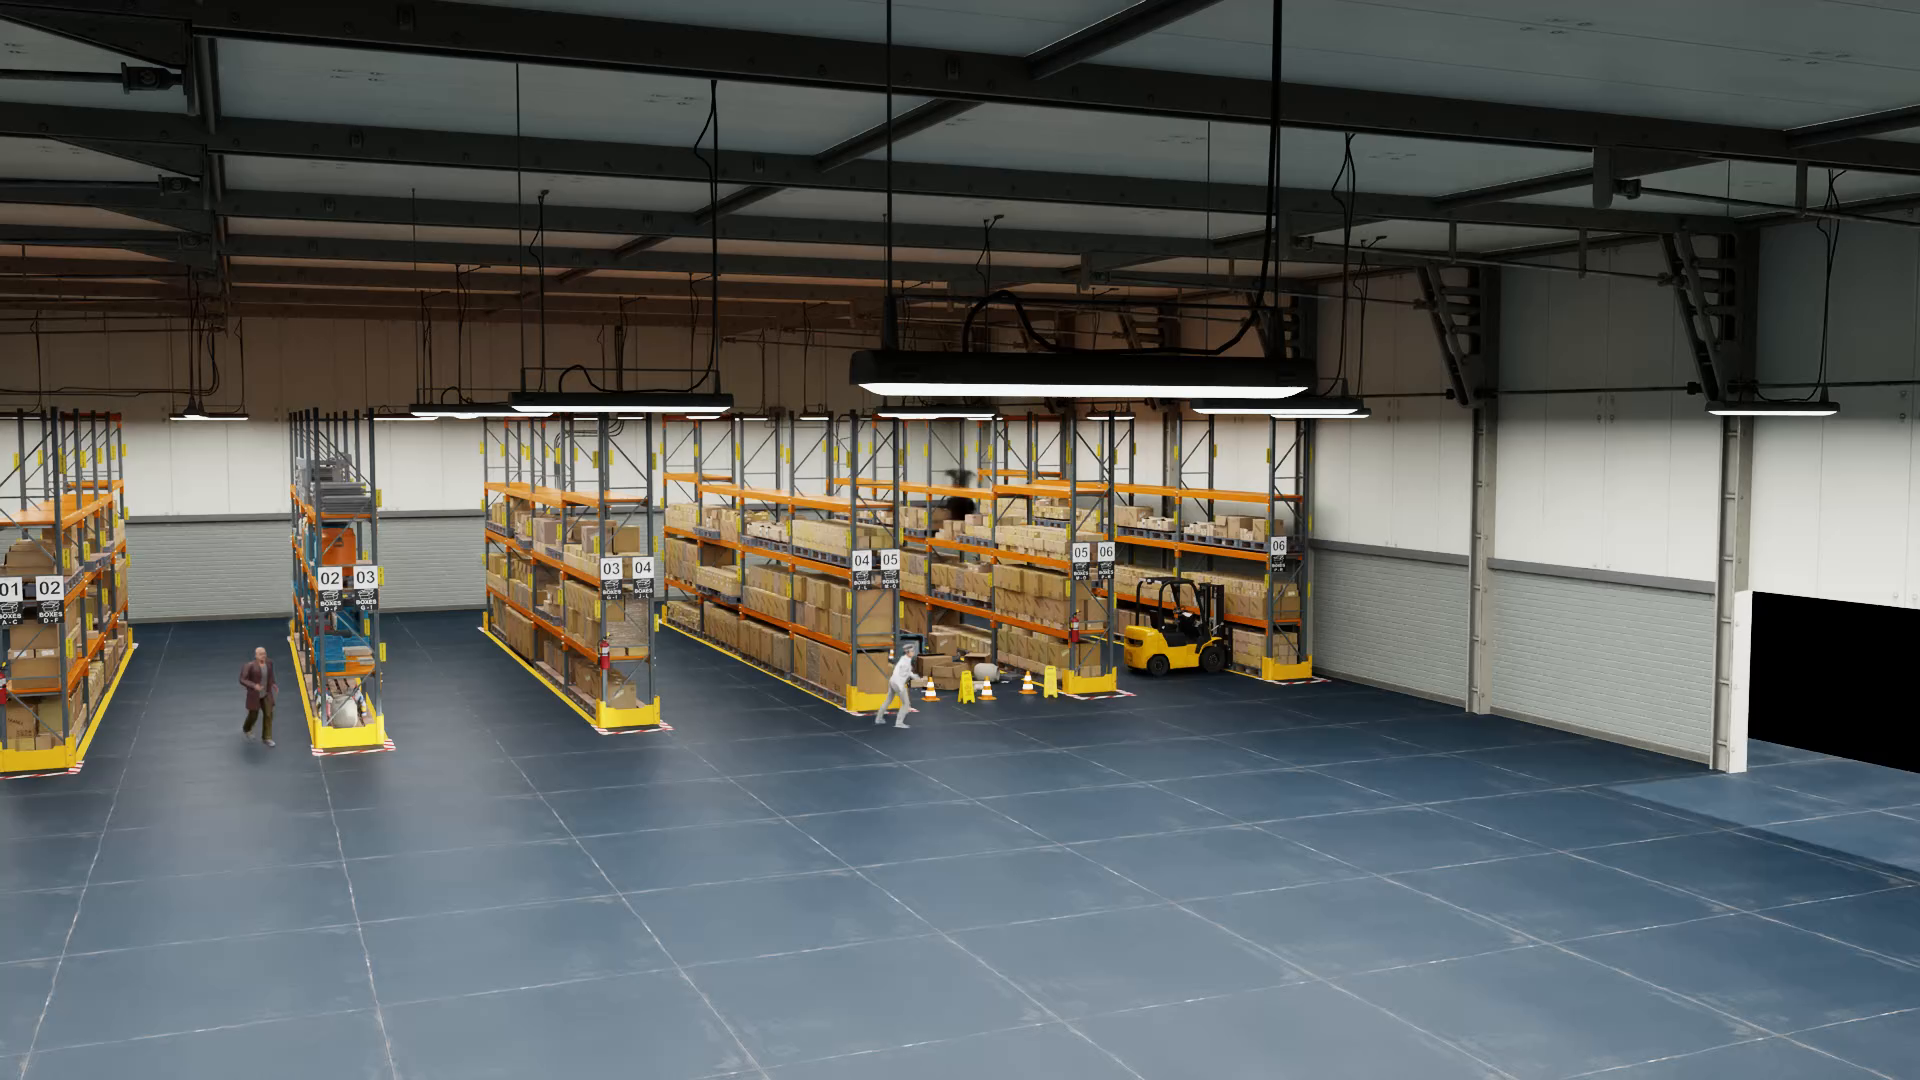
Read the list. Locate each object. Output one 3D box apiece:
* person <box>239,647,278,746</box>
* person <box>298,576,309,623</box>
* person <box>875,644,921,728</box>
[{"bbox_3d":[-12.532,2.766,29.639,0.707,1.748,1.031,-4,6,-45],"label":"person"},{"bbox_3d":[-17.855,1.653,45.785,0.971,1.648,0.590,0,4,5],"label":"person"},{"bbox_3d":[-1.166,2.743,31.357,0.856,1.606,0.655,-1,4,-9],"label":"person"}]
